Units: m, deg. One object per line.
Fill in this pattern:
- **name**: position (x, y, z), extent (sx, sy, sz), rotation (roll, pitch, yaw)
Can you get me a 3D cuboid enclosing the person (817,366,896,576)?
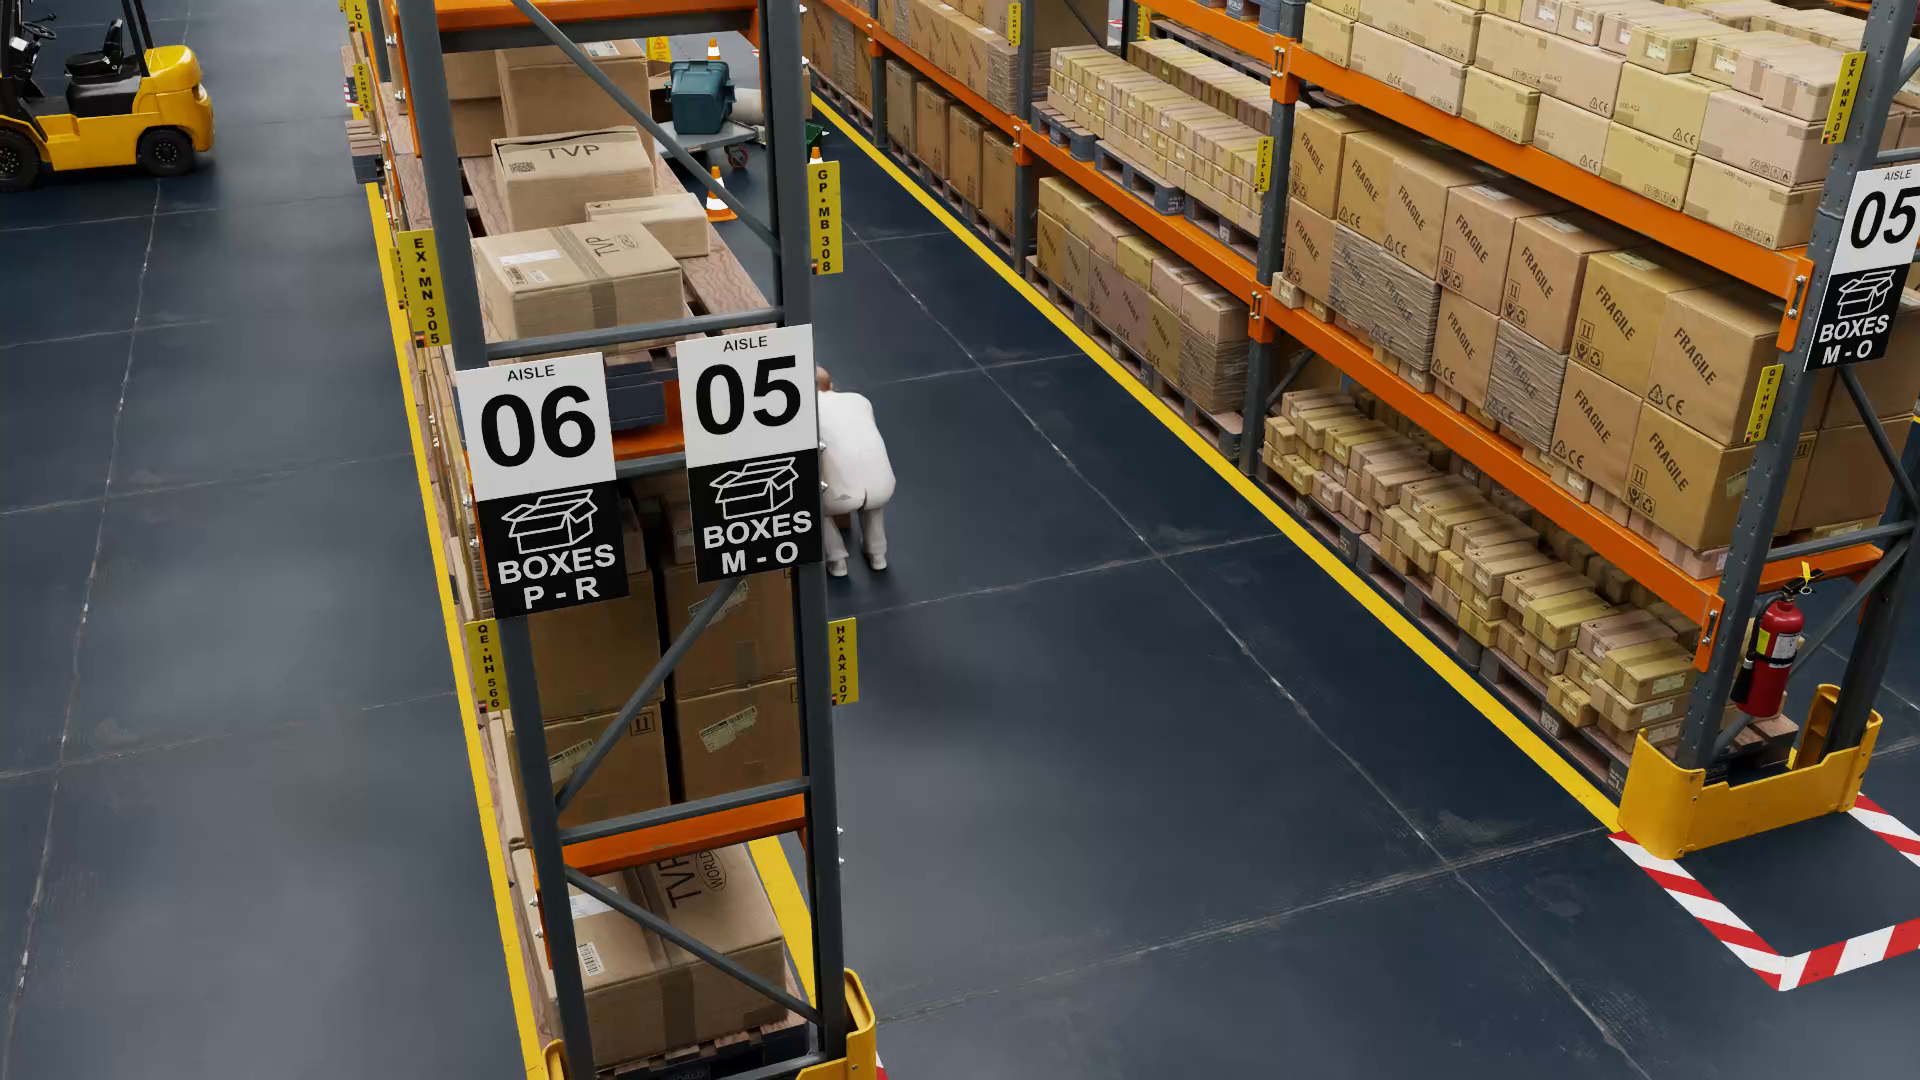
- **person**: position (-0.708, -0.388, 9.763), extent (0.617, 1.081, 0.867), rotation (-10, 31, -18)
